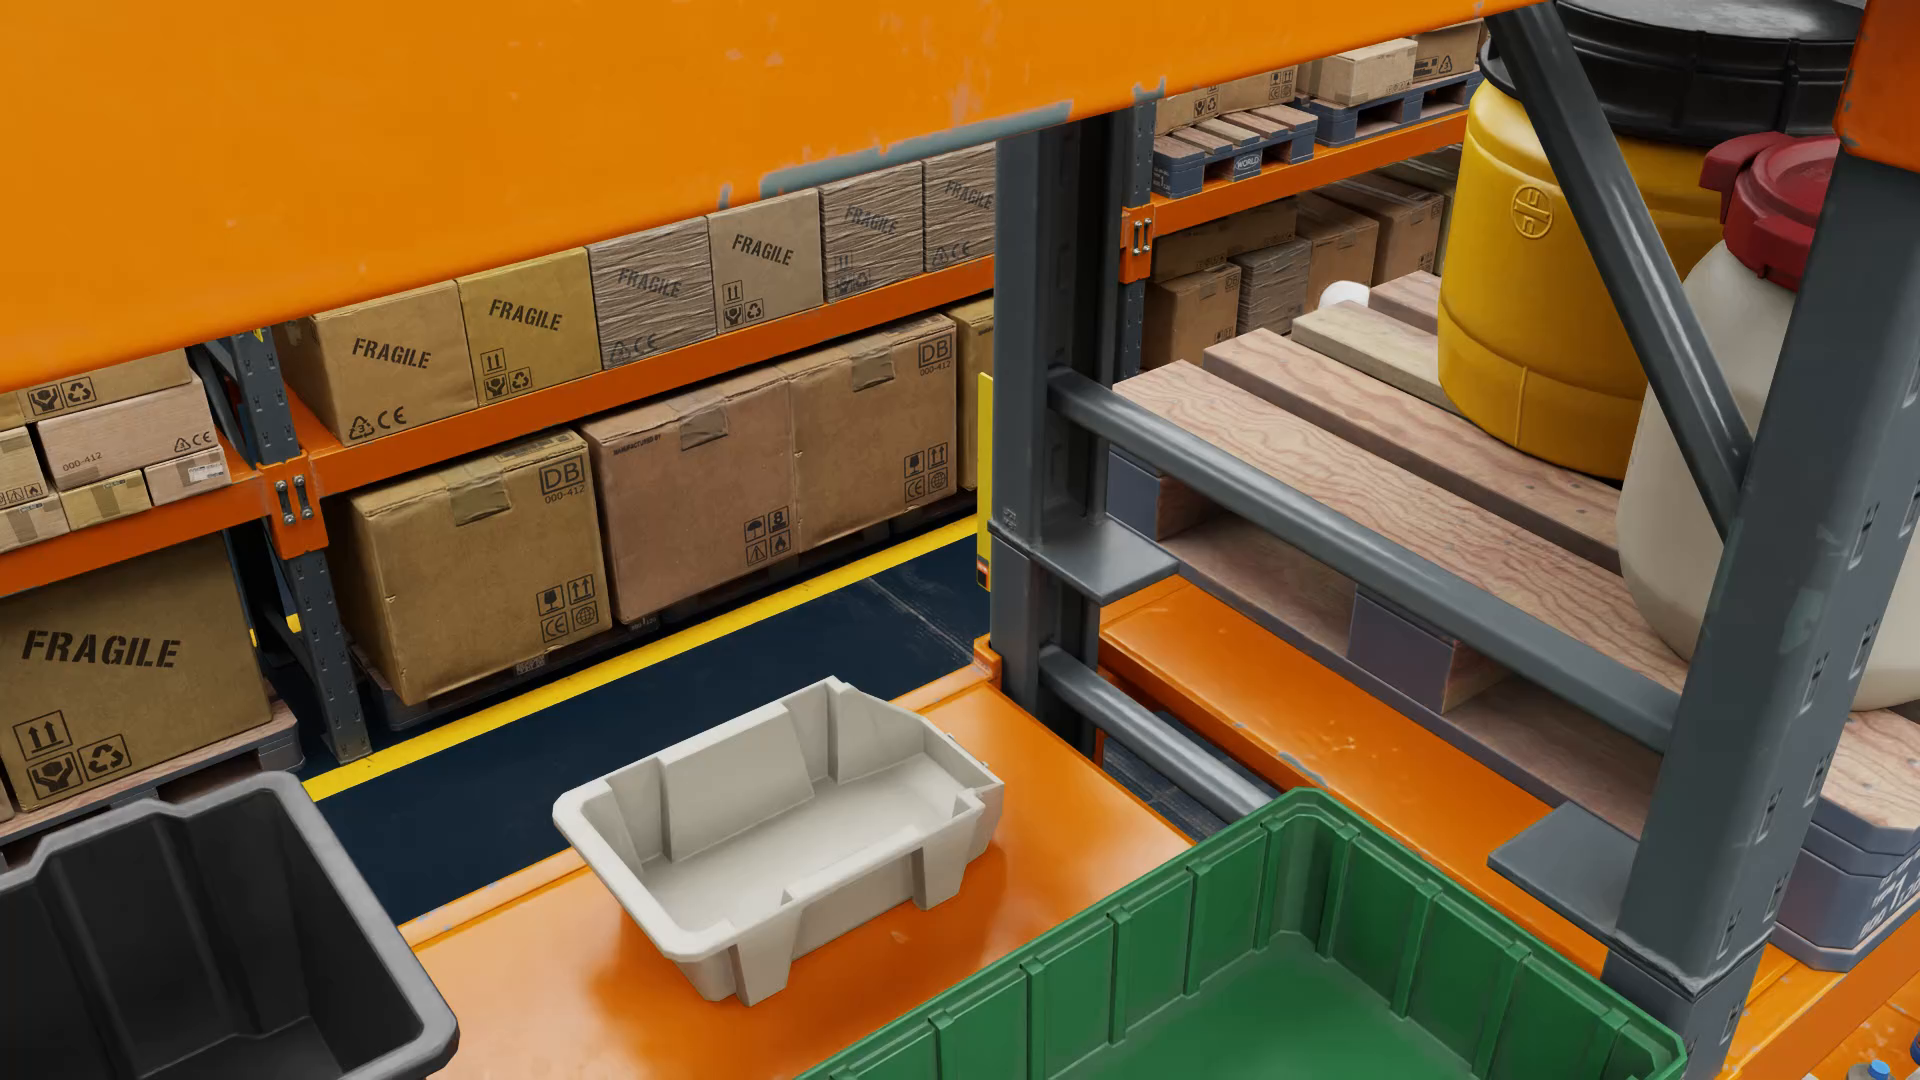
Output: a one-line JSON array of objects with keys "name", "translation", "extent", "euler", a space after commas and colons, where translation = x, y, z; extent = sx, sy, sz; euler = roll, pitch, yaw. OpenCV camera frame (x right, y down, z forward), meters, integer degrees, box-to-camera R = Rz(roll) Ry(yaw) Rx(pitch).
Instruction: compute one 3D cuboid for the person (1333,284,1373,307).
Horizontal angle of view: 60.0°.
[{"name": "person", "translation": [1.559, -0.120, 6.286], "extent": [0.582, 1.770, 0.599], "euler": [17, 36, 25]}]
